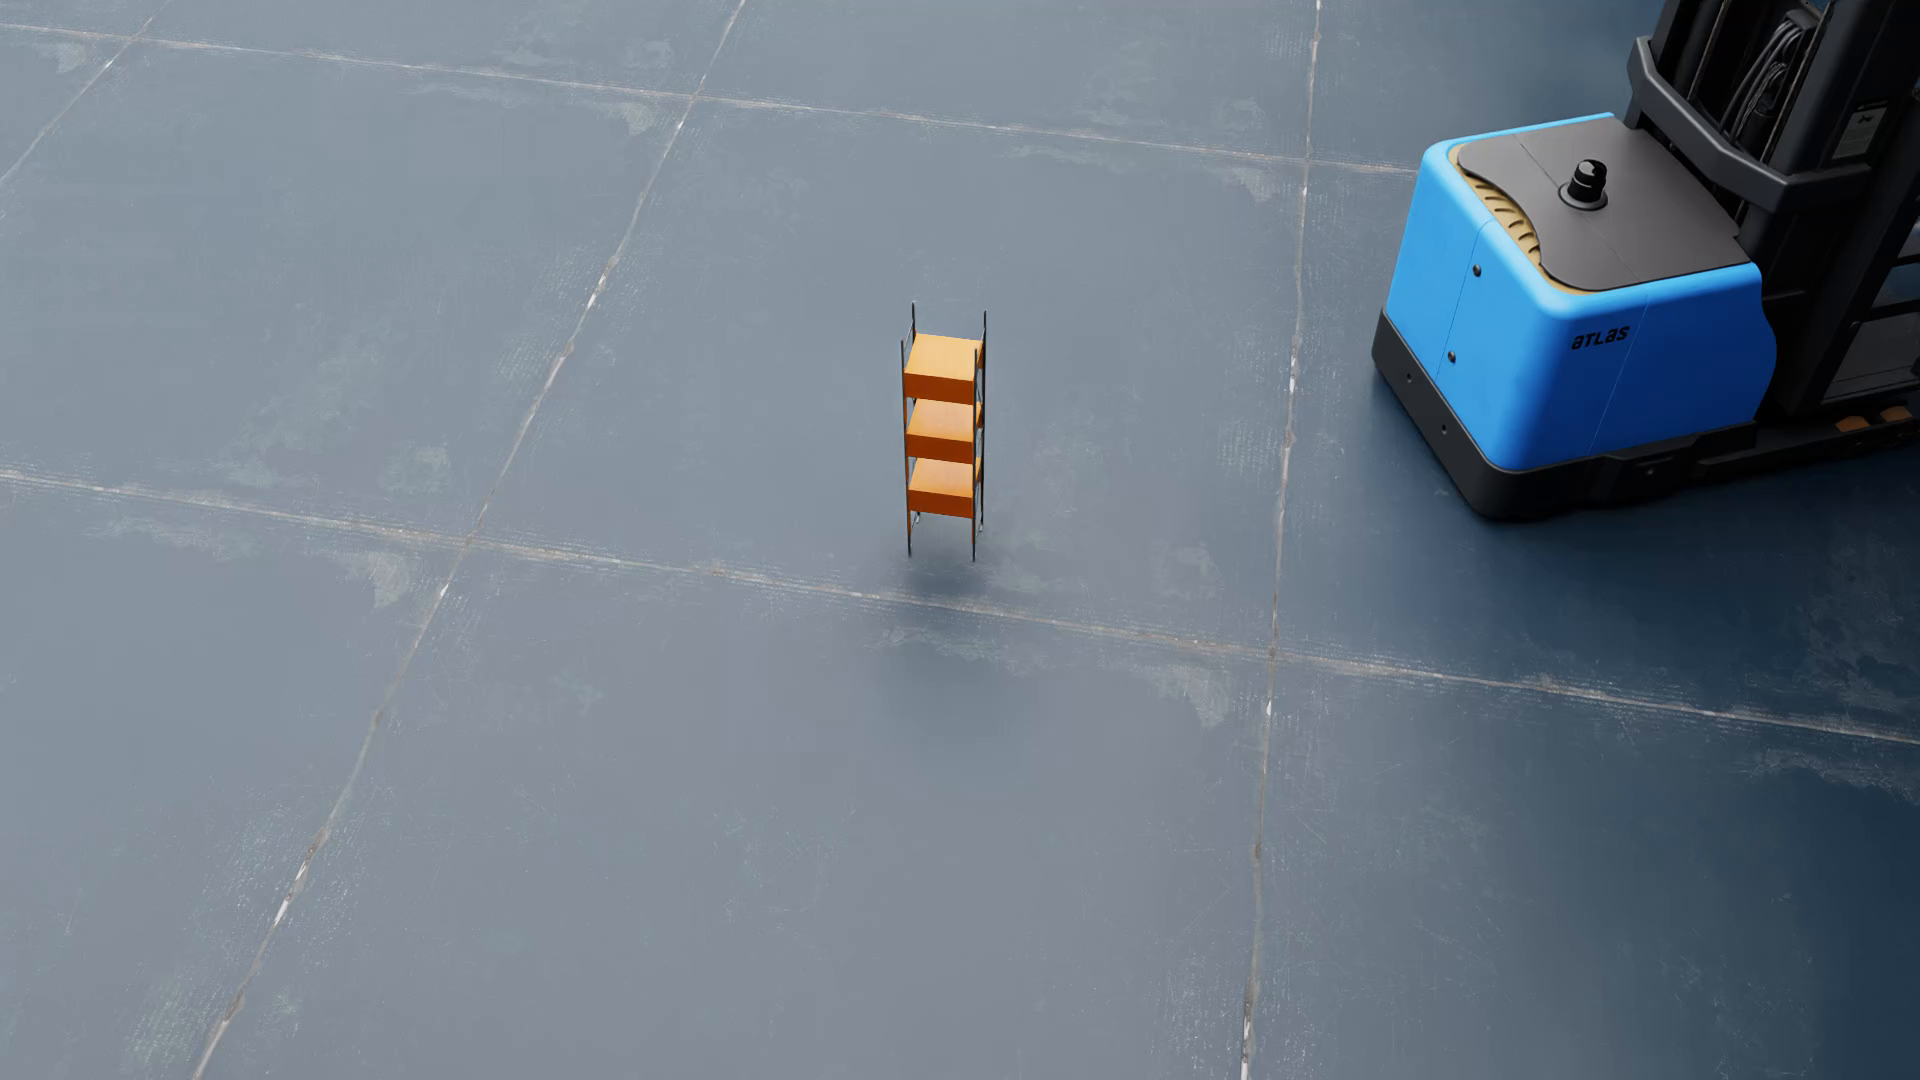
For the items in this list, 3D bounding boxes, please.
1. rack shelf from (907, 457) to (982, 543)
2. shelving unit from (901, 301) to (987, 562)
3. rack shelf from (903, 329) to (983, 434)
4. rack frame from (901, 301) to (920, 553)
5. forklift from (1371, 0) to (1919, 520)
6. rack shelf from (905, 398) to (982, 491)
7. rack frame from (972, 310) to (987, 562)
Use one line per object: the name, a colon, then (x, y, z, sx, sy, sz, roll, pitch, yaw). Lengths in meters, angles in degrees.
rack shelf: (-0.053, -0.165, 6.080, 0.240, 0.259, 0.215, 8, 49, 7)
shelving unit: (-0.053, -0.358, 5.866, 0.252, 1.050, 0.215, 8, 49, 7)
rack shelf: (-0.053, -0.541, 5.663, 0.240, 0.259, 0.215, 8, 49, 7)
rack frame: (-0.173, -0.374, 5.880, 0.008, 1.050, 0.200, 8, 49, 7)
forklift: (3.266, -1.675, 5.785, 3.031, 2.935, 1.130, -12, 49, -10)
rack shelf: (-0.053, -0.351, 5.874, 0.240, 0.259, 0.215, 8, 49, 7)
rack frame: (0.067, -0.342, 5.851, 0.008, 1.050, 0.200, 8, 49, 7)
